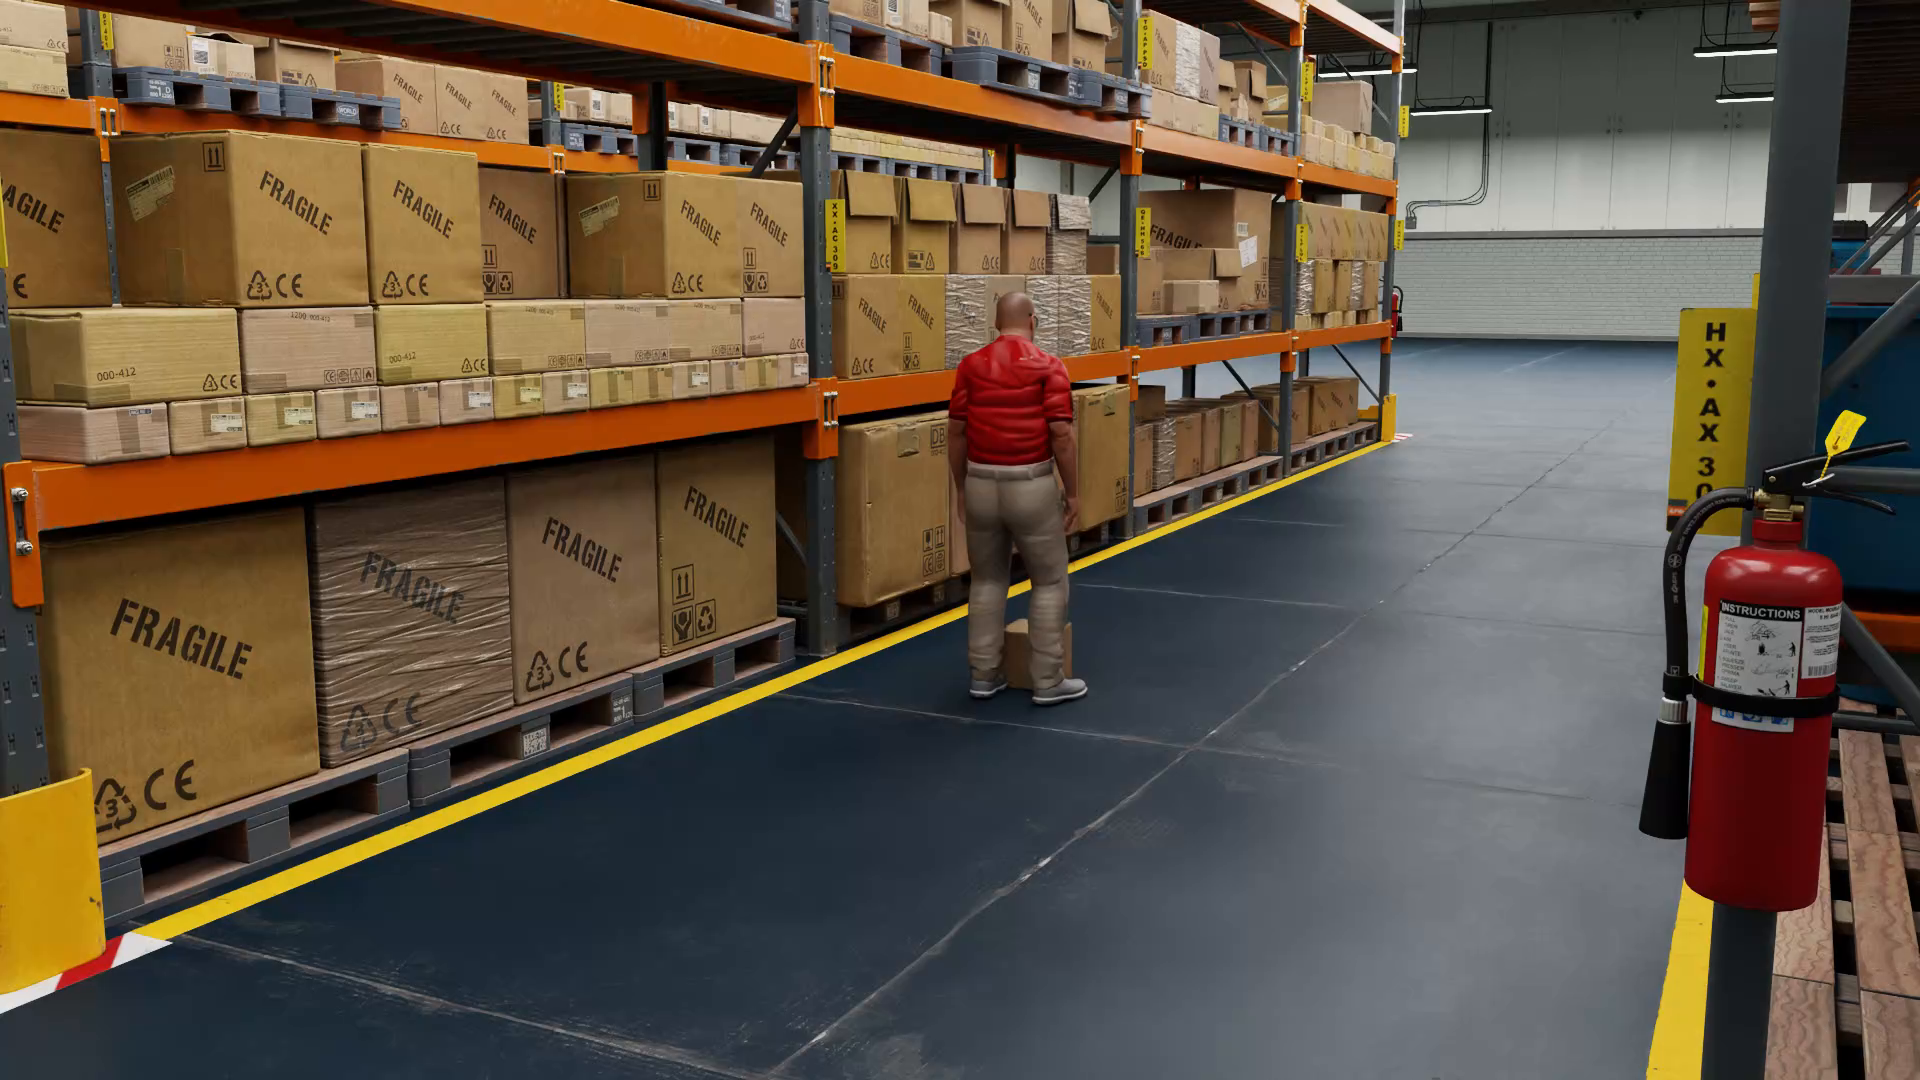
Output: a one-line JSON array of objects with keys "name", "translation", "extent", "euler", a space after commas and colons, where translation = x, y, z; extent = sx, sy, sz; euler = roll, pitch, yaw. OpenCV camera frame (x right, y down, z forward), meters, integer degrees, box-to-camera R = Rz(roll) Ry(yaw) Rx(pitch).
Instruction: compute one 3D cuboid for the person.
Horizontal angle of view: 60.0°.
[{"name": "person", "translation": [0.232, -0.180, 7.045], "extent": [0.580, 1.726, 0.390], "euler": [4, 10, 24]}]
